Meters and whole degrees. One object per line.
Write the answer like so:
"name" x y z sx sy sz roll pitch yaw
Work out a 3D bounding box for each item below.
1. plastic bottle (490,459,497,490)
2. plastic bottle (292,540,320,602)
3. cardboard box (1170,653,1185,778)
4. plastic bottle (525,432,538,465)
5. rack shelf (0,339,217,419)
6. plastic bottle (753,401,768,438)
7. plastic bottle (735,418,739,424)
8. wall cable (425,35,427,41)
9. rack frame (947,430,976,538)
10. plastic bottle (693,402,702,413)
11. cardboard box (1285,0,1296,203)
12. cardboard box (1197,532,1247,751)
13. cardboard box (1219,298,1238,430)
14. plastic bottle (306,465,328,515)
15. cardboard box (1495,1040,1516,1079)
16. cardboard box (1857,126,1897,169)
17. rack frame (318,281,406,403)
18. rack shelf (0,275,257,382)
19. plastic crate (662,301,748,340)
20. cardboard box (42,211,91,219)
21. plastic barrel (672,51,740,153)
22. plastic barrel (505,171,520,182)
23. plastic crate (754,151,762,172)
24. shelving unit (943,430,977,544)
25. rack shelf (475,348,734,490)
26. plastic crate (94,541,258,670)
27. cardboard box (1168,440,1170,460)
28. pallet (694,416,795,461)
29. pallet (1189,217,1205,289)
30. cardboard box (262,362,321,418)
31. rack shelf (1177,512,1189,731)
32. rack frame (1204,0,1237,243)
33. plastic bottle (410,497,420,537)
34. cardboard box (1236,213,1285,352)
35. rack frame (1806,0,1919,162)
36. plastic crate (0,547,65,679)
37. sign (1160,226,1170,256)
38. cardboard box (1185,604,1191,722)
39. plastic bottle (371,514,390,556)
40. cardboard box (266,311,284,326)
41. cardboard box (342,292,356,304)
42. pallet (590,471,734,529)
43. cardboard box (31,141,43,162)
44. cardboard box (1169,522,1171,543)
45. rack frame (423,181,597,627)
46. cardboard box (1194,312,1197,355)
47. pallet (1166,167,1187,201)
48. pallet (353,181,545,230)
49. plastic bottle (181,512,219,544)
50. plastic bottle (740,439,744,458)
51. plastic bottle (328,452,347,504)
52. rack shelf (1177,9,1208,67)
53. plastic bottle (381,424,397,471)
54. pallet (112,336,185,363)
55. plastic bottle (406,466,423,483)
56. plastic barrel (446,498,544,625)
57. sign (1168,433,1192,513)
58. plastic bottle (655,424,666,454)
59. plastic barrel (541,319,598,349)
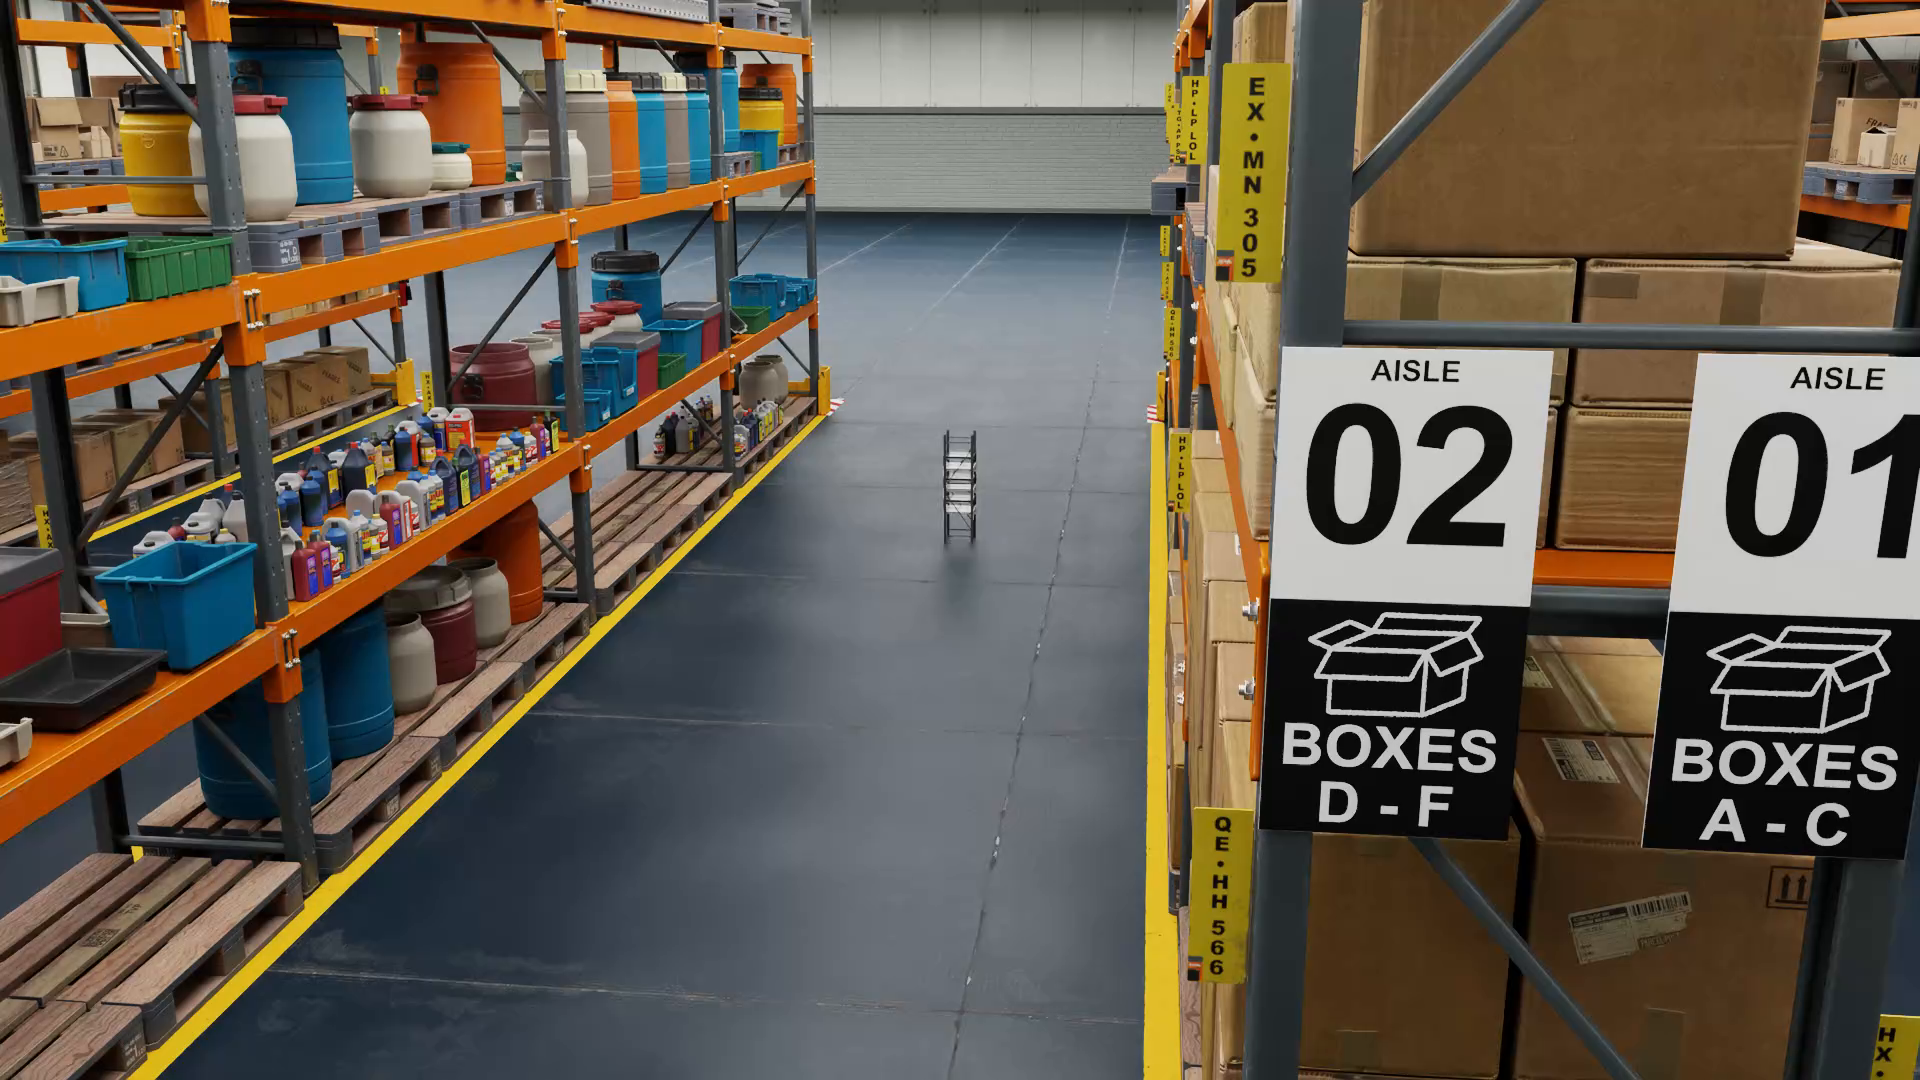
"plastic bottle" -2.781 -0.400 9.776 0.097 0.201 0.097 0 15 0
"plastic bottle" -3.012 0.132 7.652 0.061 0.283 0.133 2 15 6
"cardboard box" 1.336 0.905 8.516 0.500 0.500 0.500 2 15 7
"plastic bottle" -2.705 -0.577 10.430 0.097 0.201 0.097 0 15 0
"rack shelf" -7.721 -1.197 13.720 1.077 0.370 4.000 2 15 6
"plastic bottle" -2.002 -1.207 16.611 0.144 0.351 0.185 2 15 6
"plastic bottle" -2.174 -1.051 16.185 0.097 0.271 0.097 0 15 0
"wall cable" -15.078 -15.645 50.553 3.097 2.526 0.112 2 15 6
"rack frame" 0.011 -0.459 13.634 0.240 0.900 0.006 2 15 6
"plastic bottle" -2.687 -1.274 17.010 0.097 0.271 0.097 0 15 0
"cardboard box" 1.125 -1.030 3.873 0.700 0.500 0.500 2 15 6
"cardboard box" 0.938 0.289 4.740 0.500 0.500 0.500 2 15 8
"cardboard box" 0.900 -0.434 4.061 0.500 0.250 0.500 2 15 6
"plastic bottle" -3.553 -0.276 9.183 0.097 0.271 0.097 0 15 0
"cardboard box" 1.305 1.187 3.336 0.500 0.500 0.500 2 15 7
"cardboard box" 7.059 -2.934 12.385 0.500 0.311 0.500 2 15 8
"rack frame" -7.044 -3.100 19.381 1.000 3.000 0.127 2 15 6
"rack shelf" -3.703 -0.424 5.116 1.077 0.370 4.000 2 15 6
"plastic crate" -2.389 -2.019 15.501 0.767 0.338 0.504 2 15 6
"cardboard box" -7.724 -2.353 14.664 1.000 1.000 1.000 2 15 7
"plastic barrel" -2.356 -4.065 15.436 0.600 0.901 0.708 2 15 6
"plastic barrel" -3.049 -2.318 11.039 0.294 0.245 0.294 0 15 0
"plastic crate" -2.126 -3.664 16.125 0.336 0.188 0.450 2 15 6
"shelving unit" -0.001 -0.432 13.537 0.258 0.900 0.210 2 15 6
"rack shelf" -2.800 -1.051 13.180 1.077 0.370 4.000 2 15 6
"plastic crate" -3.191 0.268 6.841 0.392 0.384 0.575 2 15 6
"cardboard box" 1.991 -0.687 13.844 0.500 0.311 0.500 2 15 6
"pallet" -2.322 -1.061 17.182 1.003 0.211 1.213 2 15 6
"pallet" 1.588 -1.220 7.039 1.213 0.211 1.003 2 15 6
"cardboard box" -7.254 -1.617 17.880 0.500 0.500 0.500 3 15 11
"rack shelf" 1.670 0.133 8.801 1.077 0.370 4.000 2 15 6
"rack frame" 1.444 -2.591 6.005 1.000 3.000 0.127 2 15 6
"plastic bottle" -2.901 -0.124 8.756 0.097 0.201 0.097 0 15 0
"cardboard box" 0.854 -0.545 3.515 0.500 0.250 0.500 2 15 6
"rack frame" 7.270 -4.521 13.143 1.000 3.000 0.127 2 15 6
"plastic crate" -3.827 0.322 6.486 0.402 0.464 0.583 2 15 6
"sign" 2.248 -3.282 18.241 0.100 0.325 0.005 2 15 6
"cardboard box" 1.116 0.381 6.316 0.500 0.500 0.500 2 15 8
"plastic bottle" -2.943 -0.030 8.406 0.097 0.201 0.097 0 15 0
"cardboard box" -7.043 -2.247 16.708 0.380 0.149 0.250 2 15 6
"cardboard box" -6.921 -2.703 18.395 0.380 0.149 0.250 2 15 6
"pallet" -2.624 -0.366 14.611 1.003 0.211 1.213 2 15 6
"cardboard box" -7.608 -3.112 13.319 0.380 0.166 0.250 1 15 5
"cardboard box" 1.882 -0.149 12.931 0.500 0.250 0.500 2 15 7
"rack frame" -3.026 -0.880 11.168 1.000 3.000 0.127 2 15 6
"cardboard box" 2.391 -1.934 14.875 0.700 0.500 0.500 1 15 5
"pallet" 2.007 -2.558 11.992 1.003 0.211 1.213 2 15 9
"pallet" -3.209 -2.041 10.078 1.003 0.211 1.213 2 15 6
"plastic bottle" -3.712 0.011 8.111 0.152 0.276 0.135 2 15 6
"plastic bottle" -2.091 -0.875 15.668 0.097 0.201 0.097 0 15 0
"plastic bottle" -3.552 -0.357 9.474 0.152 0.276 0.135 2 15 6
"rack shelf" 2.121 -3.607 11.906 1.077 0.370 4.000 2 15 6
"plastic bottle" -3.508 -0.567 10.236 0.061 0.283 0.133 2 15 6
"pallet" -7.726 -1.776 14.852 1.003 0.211 1.213 2 15 6
"plastic bottle" -2.996 -0.273 9.172 0.097 0.271 0.097 0 15 0
"plastic barrel" -3.064 0.093 10.926 0.600 0.830 0.708 2 15 6
"sign" 0.892 -0.270 6.694 0.100 0.325 0.005 2 15 6
"plastic bottle" -2.848 -0.953 15.799 0.061 0.283 0.133 2 15 9
"plastic barrel" -3.032 -1.438 12.975 0.433 0.535 0.433 0 15 0
